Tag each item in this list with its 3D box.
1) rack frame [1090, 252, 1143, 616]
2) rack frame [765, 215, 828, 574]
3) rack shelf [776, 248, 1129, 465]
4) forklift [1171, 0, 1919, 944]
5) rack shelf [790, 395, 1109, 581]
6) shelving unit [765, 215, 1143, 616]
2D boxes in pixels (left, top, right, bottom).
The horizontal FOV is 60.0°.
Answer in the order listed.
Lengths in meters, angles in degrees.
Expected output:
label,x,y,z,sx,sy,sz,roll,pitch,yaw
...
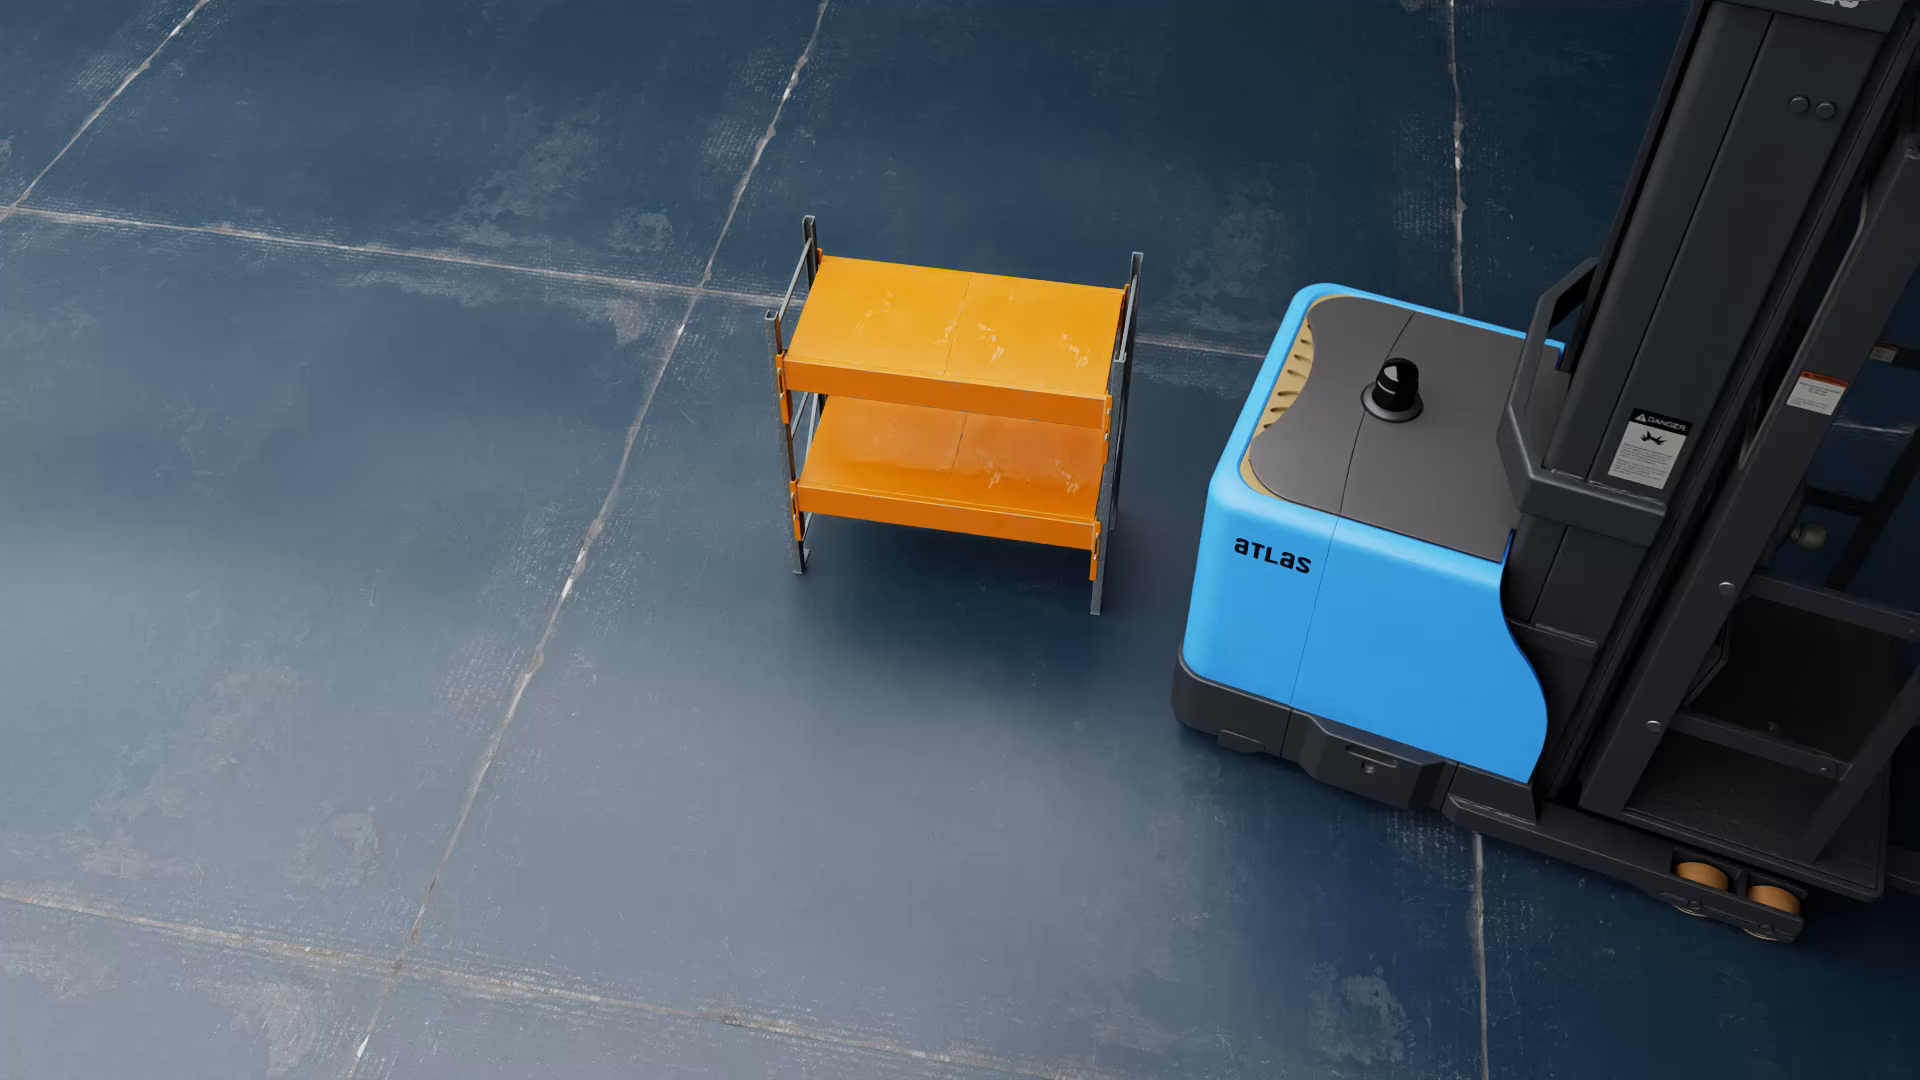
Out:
label,x,y,z,sx,sy,sz,roll,pitch,yaw
rack frame,0.494,-0.310,5.272,0.032,1.125,0.500,8,49,7
rack frame,-0.507,-0.444,5.393,0.032,1.125,0.500,8,49,7
rack shelf,-0.007,-0.572,5.115,1.000,0.278,0.538,8,49,7
forklift,2.224,-0.298,4.047,3.031,2.935,1.130,18,50,15
rack shelf,-0.007,-0.213,5.514,1.000,0.278,0.538,8,49,7
shelving unit,-0.007,-0.377,5.332,1.048,1.125,0.538,8,49,7
